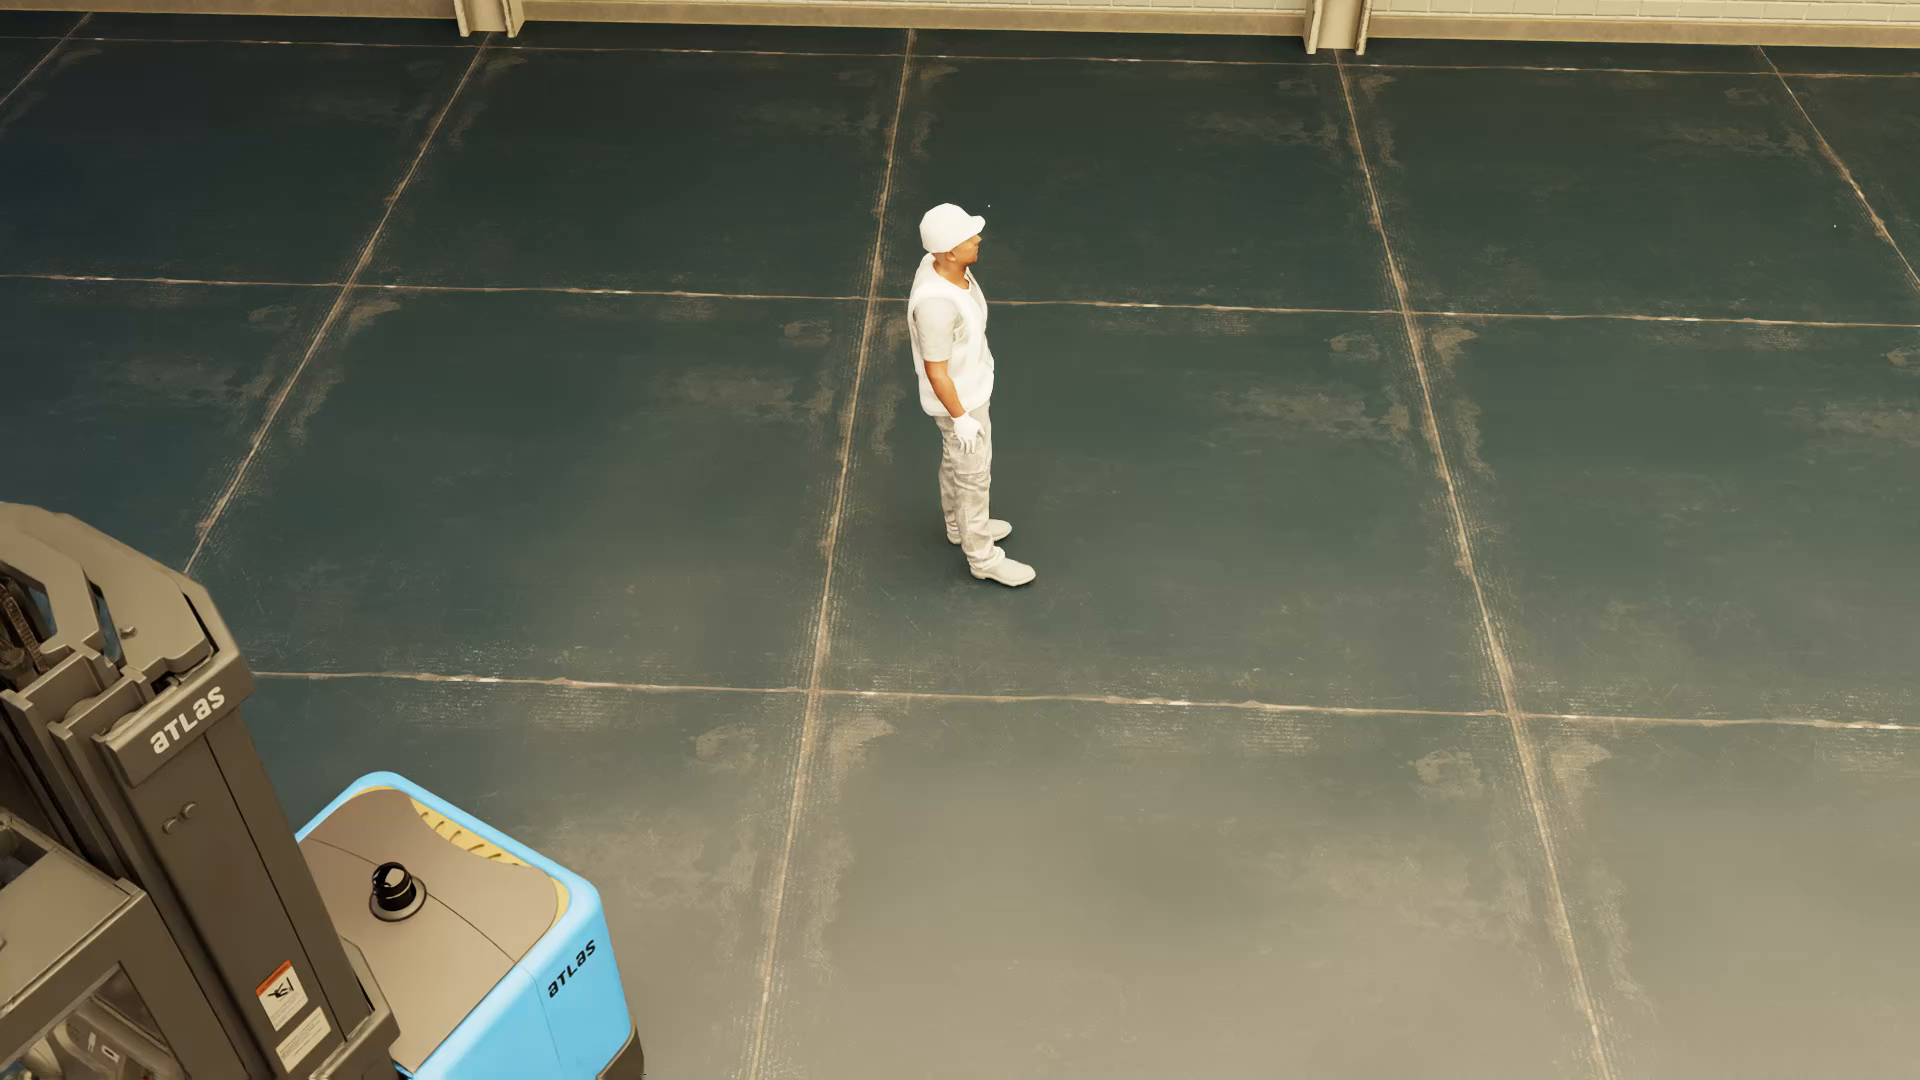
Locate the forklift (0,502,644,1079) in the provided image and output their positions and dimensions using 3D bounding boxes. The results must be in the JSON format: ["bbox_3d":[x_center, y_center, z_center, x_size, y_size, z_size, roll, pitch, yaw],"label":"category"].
[{"bbox_3d":[-14.126,0.322,5.390,23.089,2.935,12.463,22,47,23],"label":"forklift"}]

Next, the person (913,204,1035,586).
[{"bbox_3d":[0.081,-0.656,7.301,0.557,1.785,0.657,2,42,2],"label":"person"}]
